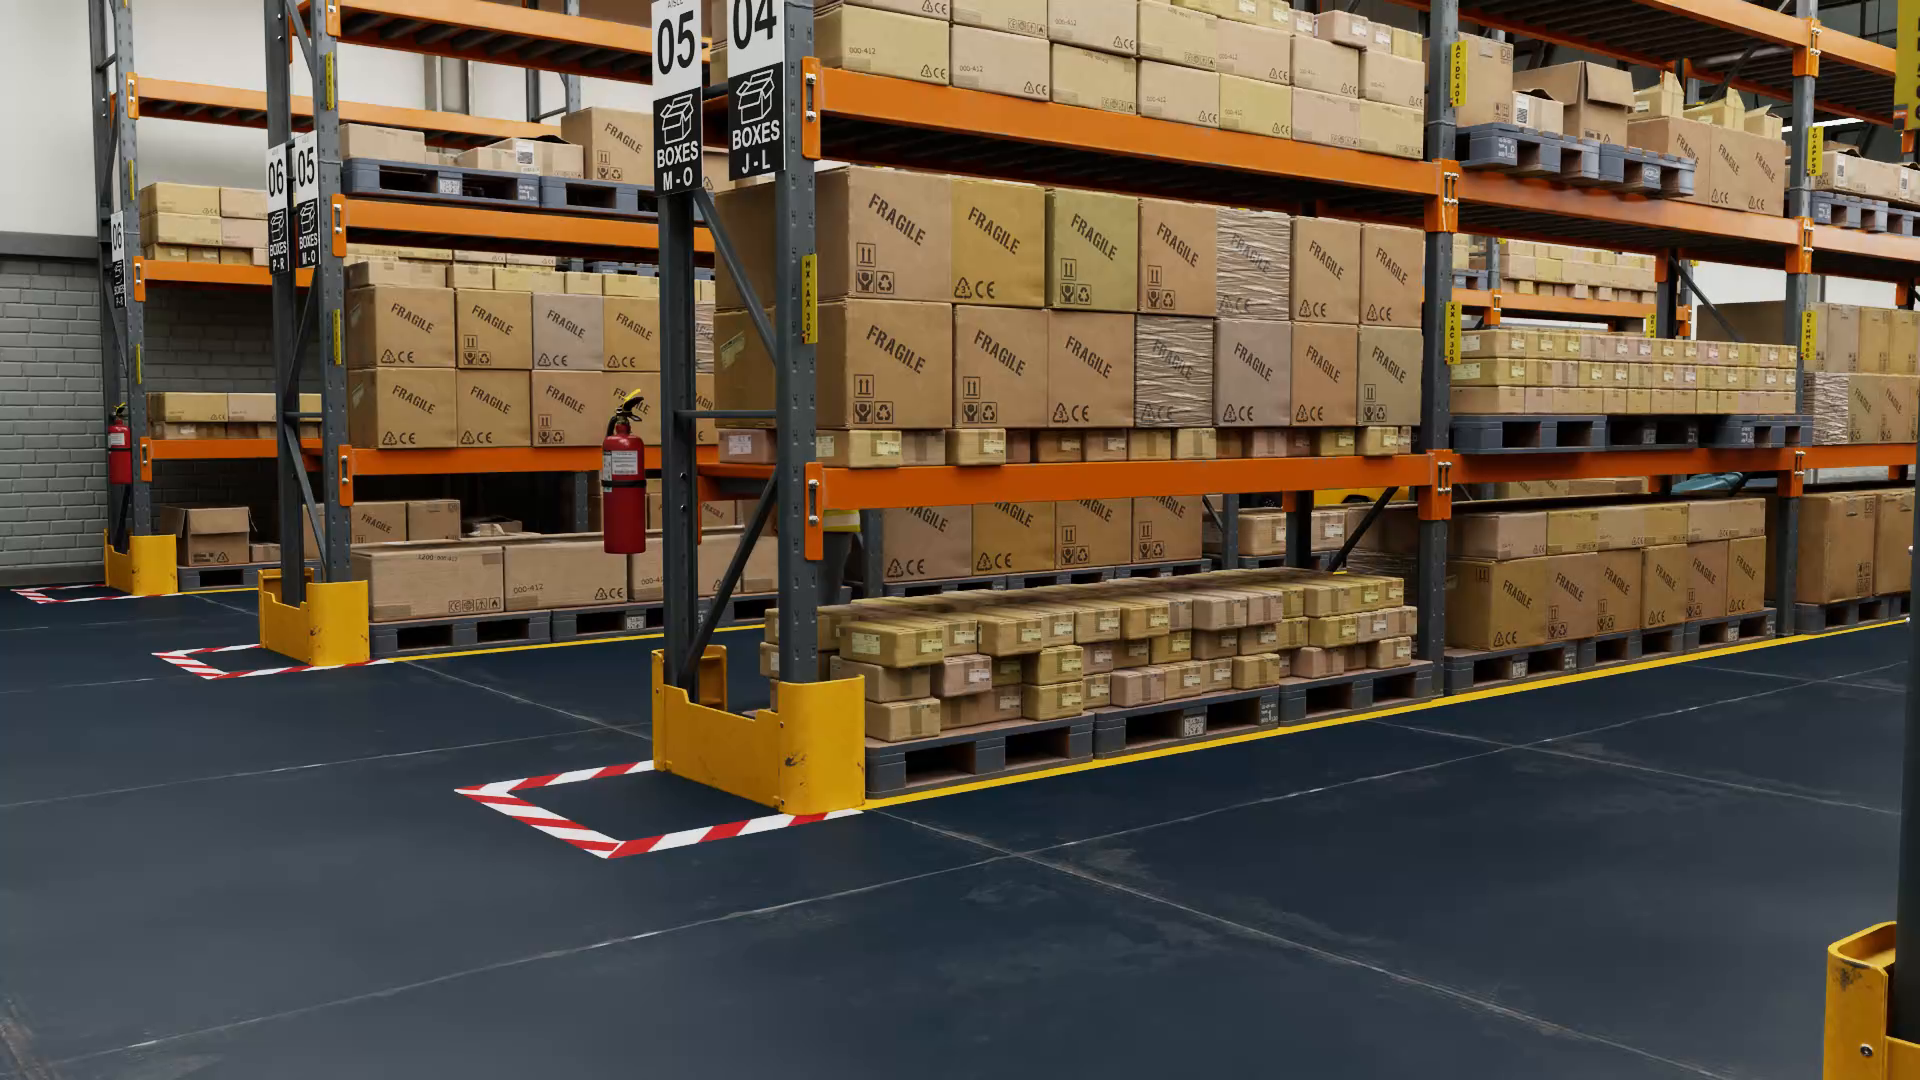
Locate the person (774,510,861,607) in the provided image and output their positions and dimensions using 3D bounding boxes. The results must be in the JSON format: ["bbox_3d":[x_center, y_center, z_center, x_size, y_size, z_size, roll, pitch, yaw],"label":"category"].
[{"bbox_3d":[-0.789,-0.021,8.659,0.577,1.760,0.503,-4,6,-39],"label":"person"}]
